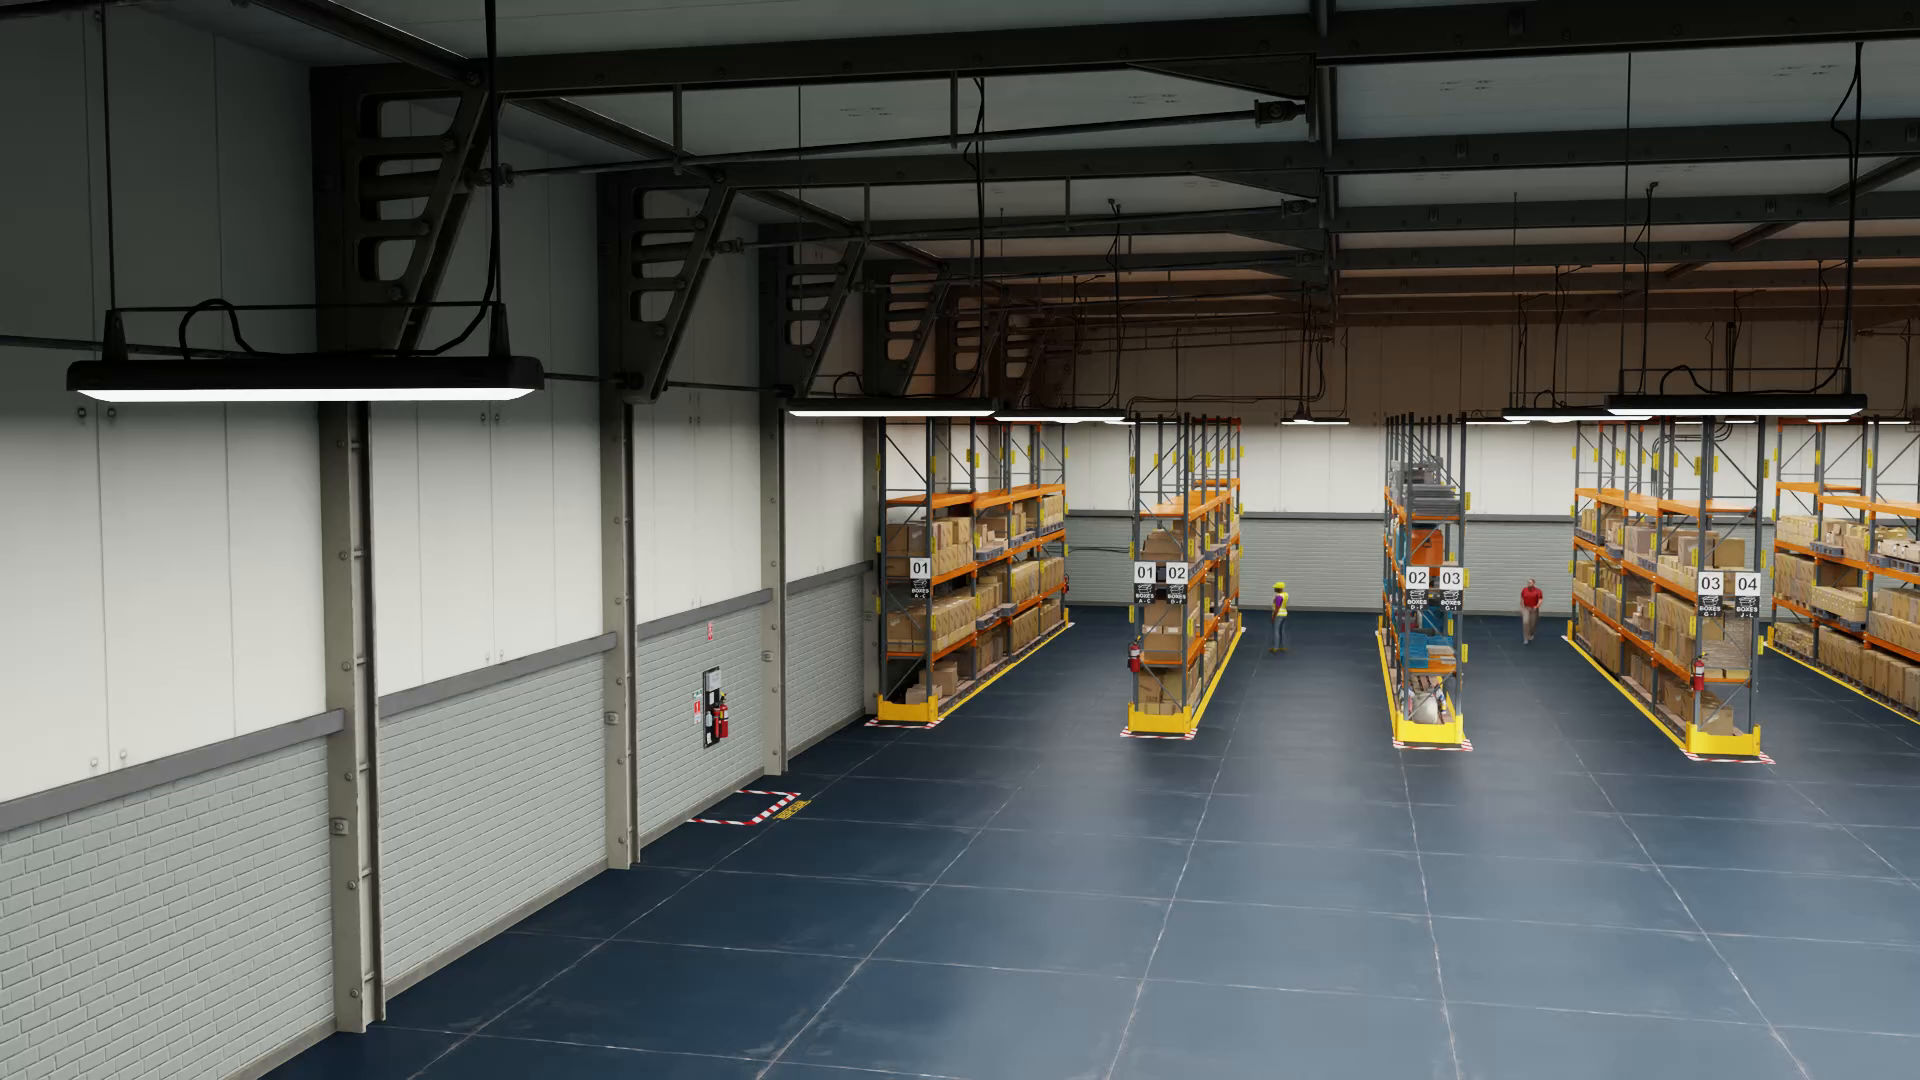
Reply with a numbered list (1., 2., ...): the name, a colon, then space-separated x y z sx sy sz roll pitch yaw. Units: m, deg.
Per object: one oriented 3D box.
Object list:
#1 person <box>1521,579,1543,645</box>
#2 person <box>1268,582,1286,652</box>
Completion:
1. person: 15.224 1.908 44.297 0.538 1.741 0.936 1 4 16
2. person: 8.123 1.960 42.556 0.412 1.772 0.605 2 4 29
